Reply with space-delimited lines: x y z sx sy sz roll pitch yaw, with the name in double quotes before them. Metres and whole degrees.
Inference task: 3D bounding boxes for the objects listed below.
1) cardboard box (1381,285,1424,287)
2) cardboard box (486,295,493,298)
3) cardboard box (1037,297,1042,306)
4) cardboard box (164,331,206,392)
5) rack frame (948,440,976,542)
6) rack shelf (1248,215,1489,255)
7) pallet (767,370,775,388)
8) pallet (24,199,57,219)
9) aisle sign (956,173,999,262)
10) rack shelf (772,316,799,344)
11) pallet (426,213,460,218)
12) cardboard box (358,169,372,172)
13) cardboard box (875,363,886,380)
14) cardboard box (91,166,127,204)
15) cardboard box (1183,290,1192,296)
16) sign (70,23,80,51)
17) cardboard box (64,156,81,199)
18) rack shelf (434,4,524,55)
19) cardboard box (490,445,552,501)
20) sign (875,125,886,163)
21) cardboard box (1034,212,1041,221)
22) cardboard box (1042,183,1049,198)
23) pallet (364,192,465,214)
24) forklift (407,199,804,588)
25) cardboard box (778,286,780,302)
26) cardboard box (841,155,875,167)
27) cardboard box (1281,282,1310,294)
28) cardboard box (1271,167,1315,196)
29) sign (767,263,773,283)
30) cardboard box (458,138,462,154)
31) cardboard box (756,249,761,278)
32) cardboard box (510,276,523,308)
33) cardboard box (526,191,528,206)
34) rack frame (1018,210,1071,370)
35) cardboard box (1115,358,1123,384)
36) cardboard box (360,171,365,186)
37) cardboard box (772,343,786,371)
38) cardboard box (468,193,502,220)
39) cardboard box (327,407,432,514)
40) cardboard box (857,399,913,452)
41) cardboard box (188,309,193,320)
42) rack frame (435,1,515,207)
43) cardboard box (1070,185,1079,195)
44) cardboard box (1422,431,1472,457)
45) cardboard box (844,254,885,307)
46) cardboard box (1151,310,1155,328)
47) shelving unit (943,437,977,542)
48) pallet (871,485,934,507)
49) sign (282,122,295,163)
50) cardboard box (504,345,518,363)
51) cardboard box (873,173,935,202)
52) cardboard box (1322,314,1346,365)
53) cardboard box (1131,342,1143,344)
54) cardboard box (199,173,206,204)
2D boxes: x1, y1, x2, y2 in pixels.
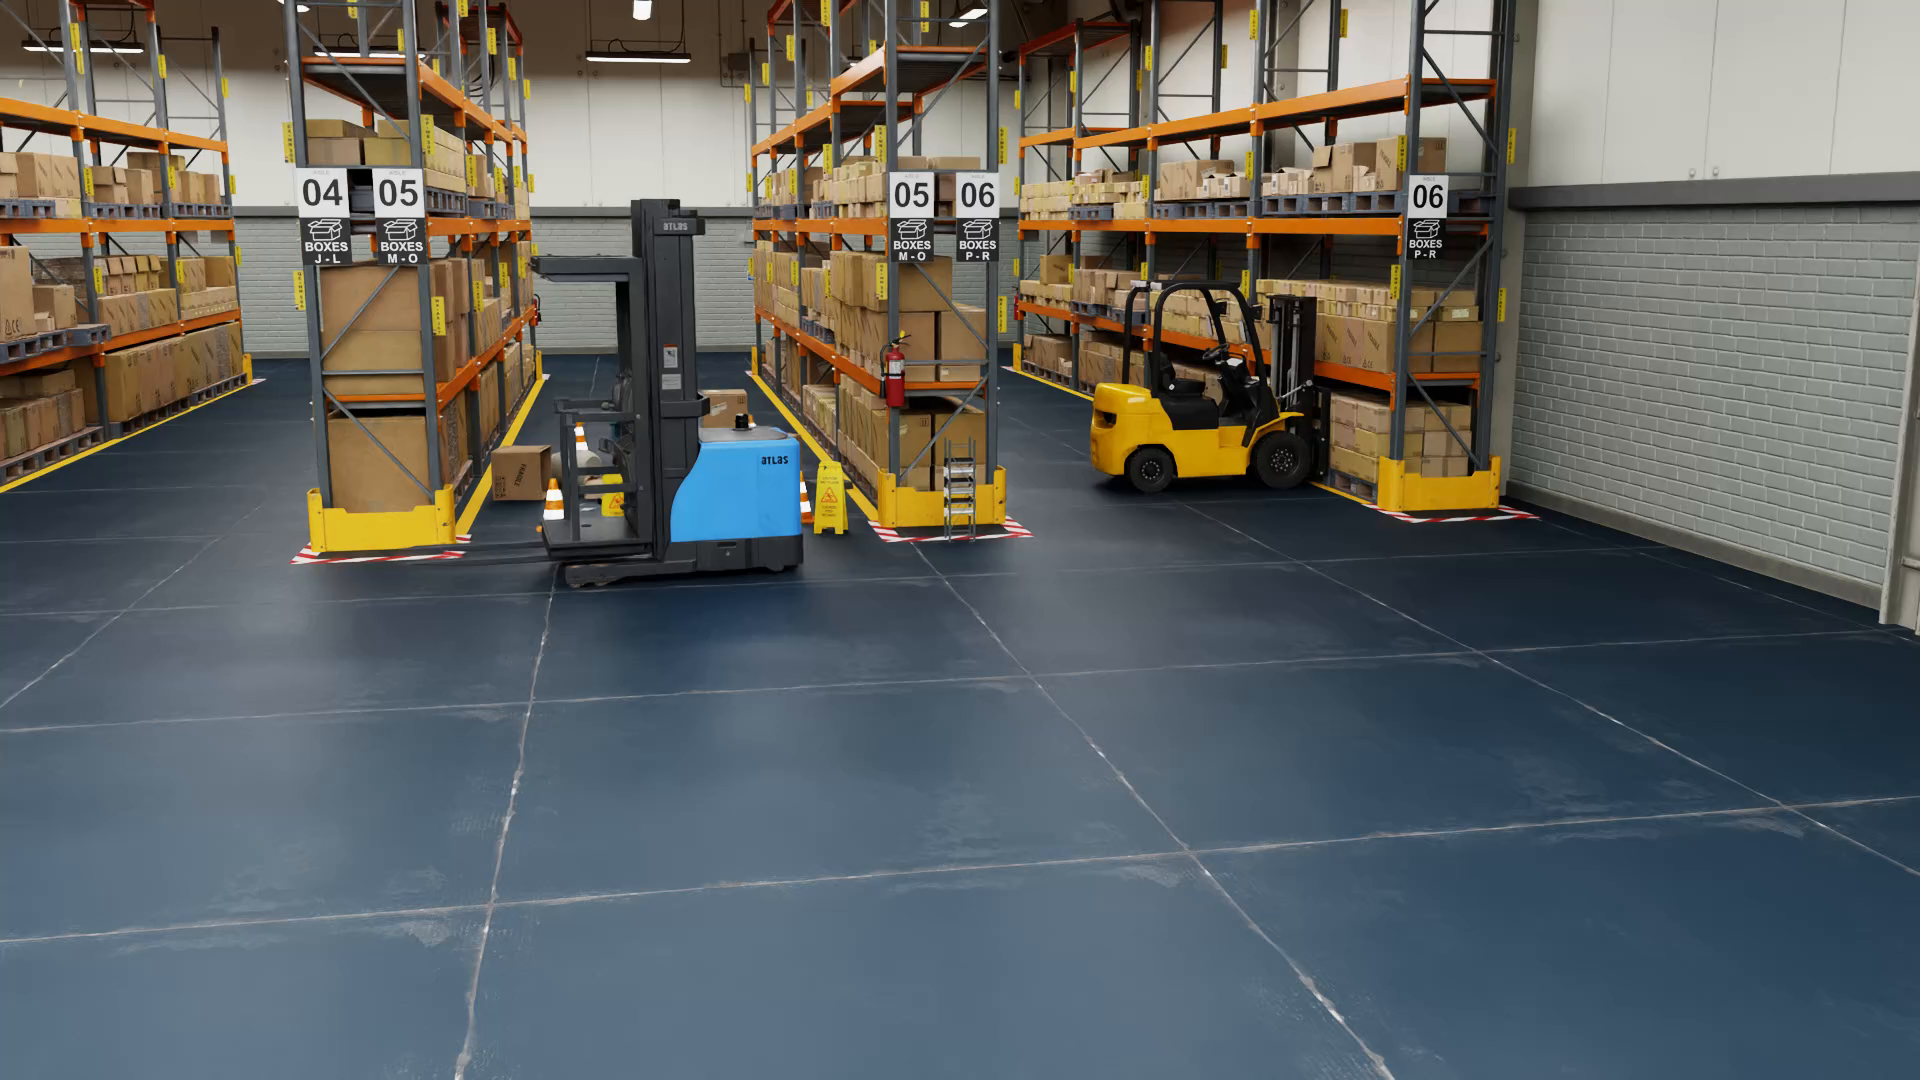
"cardboard box" 4.709 -2.631 17.698 0.380 0.149 0.250 -2 11 -12
"cardboard box" -6.445 -3.218 22.333 0.380 0.149 0.250 -2 11 -8
"cardboard box" 1.597 -4.308 29.980 0.380 0.149 0.250 -2 11 -13
"cardboard box" -12.261 -2.751 25.687 0.875 0.875 0.875 -2 11 -11
"rack frame" 0.018 -0.425 14.522 0.240 0.900 0.006 -2 11 -11
"rack shelf" 4.323 -3.292 17.873 1.077 0.370 4.000 -2 11 -11
"pallet" -2.802 -2.822 28.956 1.003 0.211 1.213 -2 11 -11
"pallet" -10.875 -3.686 18.519 1.213 0.211 1.003 -2 11 -11
"aisle sign" 0.160 -2.901 14.963 0.394 0.787 0.004 -2 11 -11
"rack shelf" -2.101 -3.105 24.910 1.077 0.370 4.000 -2 11 -11
"pallet" -5.997 -3.705 18.630 0.805 0.209 1.217 -3 11 -13
"cardboard box" -5.458 -3.398 14.721 0.500 0.250 0.500 -2 11 -11
"cardboard box" -0.597 -1.604 15.773 0.380 0.149 0.250 -2 11 -12
"cardboard box" -11.851 -4.835 22.657 0.797 0.503 0.637 -2 11 -12
"cardboard box" 3.190 -3.335 22.193 0.380 0.149 0.250 -2 11 -10
"sign" -10.903 -6.197 20.480 0.100 0.325 0.005 -2 11 -11
"cardboard box" -11.095 -4.421 20.274 0.500 0.500 0.500 -2 11 -10
"rack shelf" -7.715 -8.220 26.850 1.077 0.370 4.000 -2 11 -11
"cardboard box" -4.462 -0.685 16.952 0.500 0.500 0.500 0 11 -1
"sign" -0.705 -3.516 14.757 0.100 0.325 0.005 -2 11 -11
"cardboard box" 1.549 -5.831 29.959 0.380 0.149 0.250 -2 11 -11
"cardboard box" 1.741 -6.162 29.295 0.500 0.250 0.500 -2 11 -9
"pallet" -5.621 -3.439 16.956 1.003 0.211 1.213 -2 11 -11
"forklift" -2.832 -1.185 13.082 3.031 2.935 1.130 -3 11 -17
"cardboard box" -2.552 -3.811 25.762 0.500 0.250 0.500 -2 11 -10
"cardboard box" -1.172 -4.311 19.243 0.500 0.250 0.500 -2 11 -10
"cardboard box" 3.852 -2.841 18.805 0.380 0.149 0.250 -2 11 -10
"cardboard box" 3.857 -4.063 18.844 0.500 0.311 0.500 -2 11 -10
"sign" -3.034 -4.269 26.574 0.100 0.325 0.005 -2 11 -11
"cardboard box" -5.337 -4.055 17.103 0.380 0.149 0.250 -2 11 -11
"cardboard box" -3.347 -4.906 29.508 0.500 0.500 0.500 -2 11 -13
"cardboard box" -7.175 -3.922 26.215 0.500 0.500 0.500 -2 11 -12
"cardboard box" -7.765 -5.930 28.873 0.500 0.250 0.500 -2 11 -13
"rack frame" 1.600 -4.740 31.576 1.000 3.000 0.127 -2 11 -11
"cardboard box" 2.671 -2.509 25.416 0.500 0.500 0.500 -2 11 -9
"cardboard box" -5.537 -3.219 14.848 0.380 0.149 0.250 -2 11 -10
"cardboard box" -2.856 -3.221 29.328 0.875 0.438 0.875 -2 11 -9
"cardboard box" -6.398 -4.530 22.184 0.500 0.500 0.500 -2 11 -11
"cardboard box" -5.189 -0.710 14.964 0.875 0.875 0.875 -2 11 -11
"cardboard box" -0.764 -1.174 17.067 0.500 0.500 0.500 -2 11 -12
"cardboard box" -11.993 -3.456 25.502 0.380 0.149 0.250 -2 11 -13
"rack frame" -7.326 -6.573 25.166 1.000 3.000 0.127 -2 11 -11
"cardboard box" 2.006 -5.687 27.017 0.380 0.149 0.250 -2 11 -9
"cardboard box" 4.824 -1.000 16.823 0.500 0.250 0.500 -2 11 -10
"cardboard box" -0.761 -2.579 16.488 0.700 0.500 0.500 -2 11 -12
"cardboard box" 3.002 -3.109 23.407 0.500 0.250 0.500 -2 11 -11
"shelving unit" -0.002 -0.444 14.620 0.258 0.900 0.210 -2 11 -11
"pallet" -0.294 -0.418 16.330 1.003 0.211 1.213 -2 11 -11
"sign" -5.527 -3.278 13.718 0.100 0.325 0.005 -2 11 -11
"cardboard box" -6.846 -2.751 24.684 0.500 0.250 0.500 -2 11 -8
"cardboard box" -0.520 -3.254 15.354 0.500 0.250 0.500 -2 11 -12
"cardboard box" 4.167 -2.125 17.569 0.500 0.500 0.500 -2 11 -12
"cardboard box" 2.920 -3.108 26.830 0.380 0.149 0.250 -3 11 -14
"cardboard box" -12.844 -5.775 27.337 0.700 0.500 0.500 -3 11 -13
